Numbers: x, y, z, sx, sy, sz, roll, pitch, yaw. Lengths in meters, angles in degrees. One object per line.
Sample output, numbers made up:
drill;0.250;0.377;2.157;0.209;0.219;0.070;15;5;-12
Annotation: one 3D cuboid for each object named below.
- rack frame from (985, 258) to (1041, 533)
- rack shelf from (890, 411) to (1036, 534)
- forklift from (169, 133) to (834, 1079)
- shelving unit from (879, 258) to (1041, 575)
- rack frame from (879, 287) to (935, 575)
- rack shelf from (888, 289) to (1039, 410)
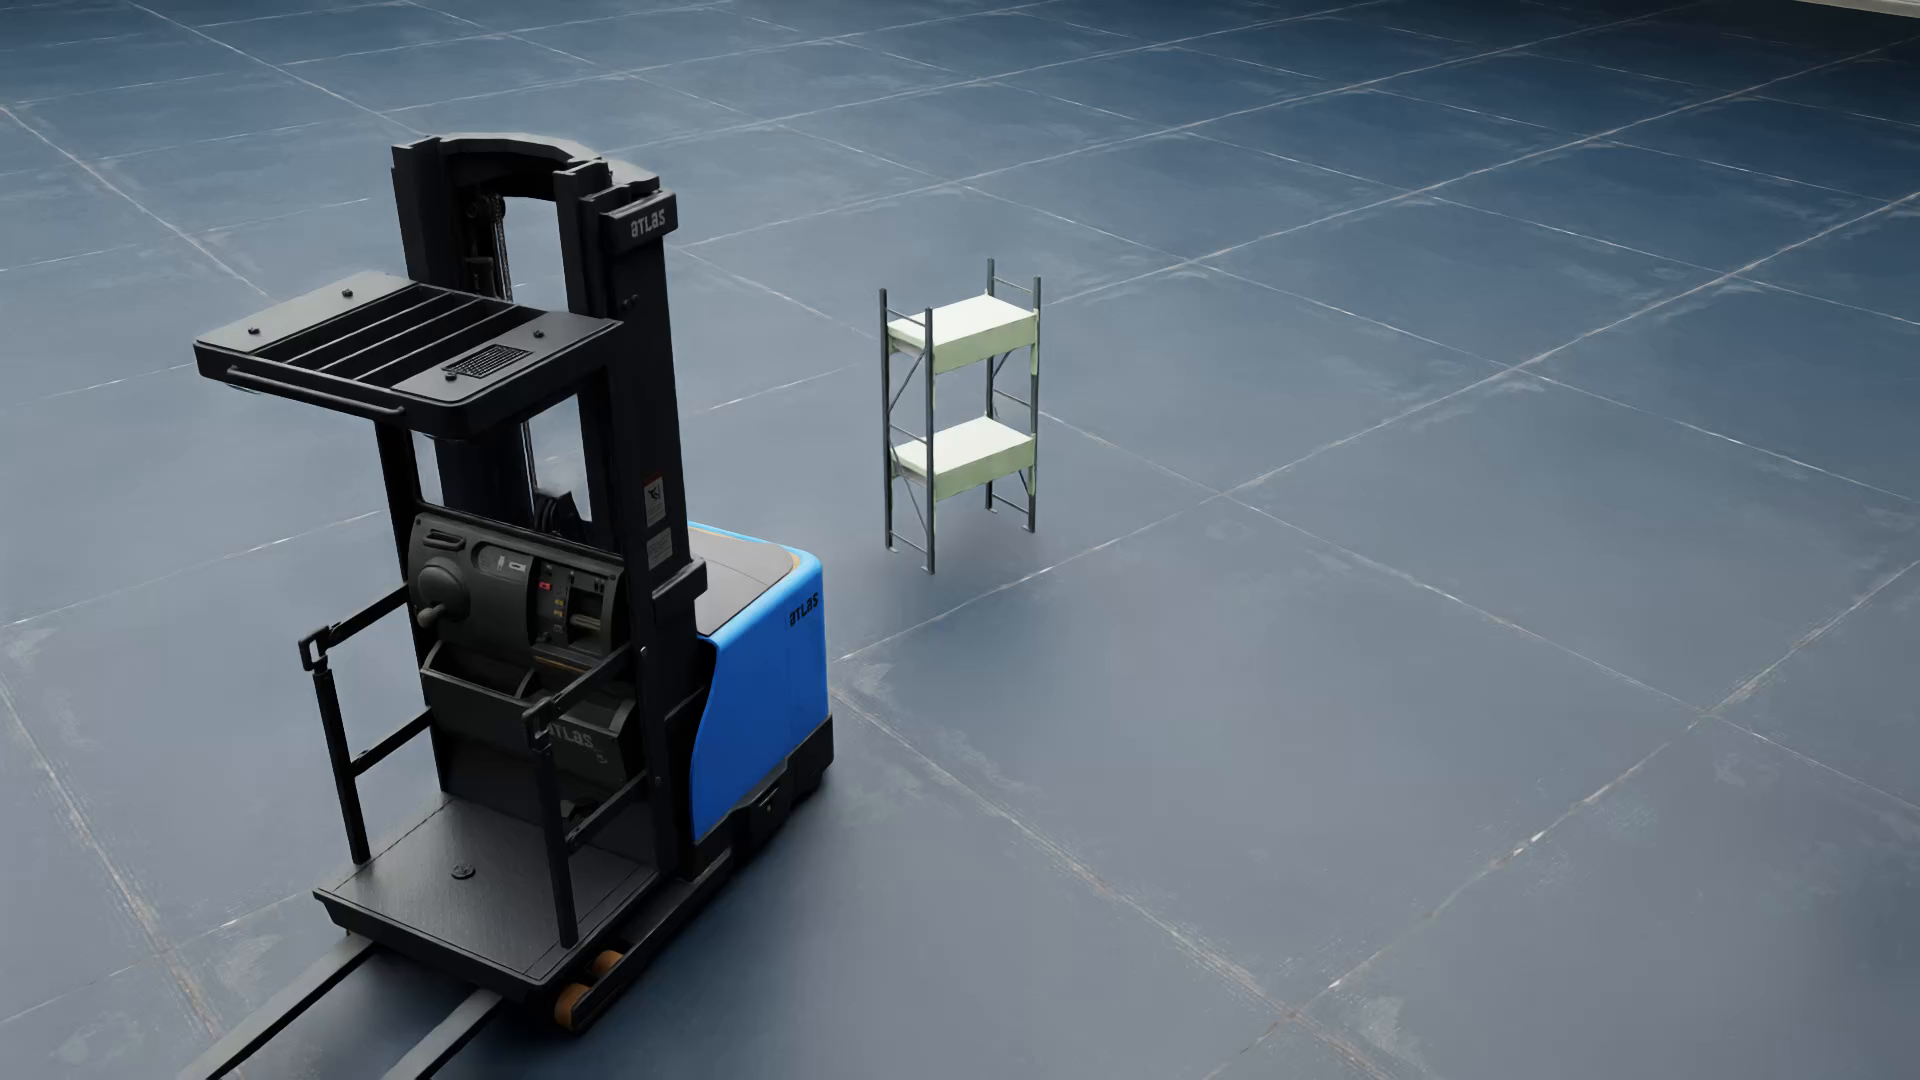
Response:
rack frame;0.284;-0.775;9.110;0.023;1.500;0.400;-22;35;-35
rack shelf;0.005;-0.376;9.054;0.720;0.370;0.431;-22;35;-35
forklift;-1.683;0.223;5.722;1.130;2.935;3.031;14;31;24
shelving unit;0.005;-0.664;8.900;0.755;1.500;0.431;-22;35;-35
rack frame;-0.273;-0.552;8.691;0.023;1.500;0.400;-22;35;-35
rack shelf;0.005;-1.008;8.716;0.720;0.370;0.431;-22;35;-35
